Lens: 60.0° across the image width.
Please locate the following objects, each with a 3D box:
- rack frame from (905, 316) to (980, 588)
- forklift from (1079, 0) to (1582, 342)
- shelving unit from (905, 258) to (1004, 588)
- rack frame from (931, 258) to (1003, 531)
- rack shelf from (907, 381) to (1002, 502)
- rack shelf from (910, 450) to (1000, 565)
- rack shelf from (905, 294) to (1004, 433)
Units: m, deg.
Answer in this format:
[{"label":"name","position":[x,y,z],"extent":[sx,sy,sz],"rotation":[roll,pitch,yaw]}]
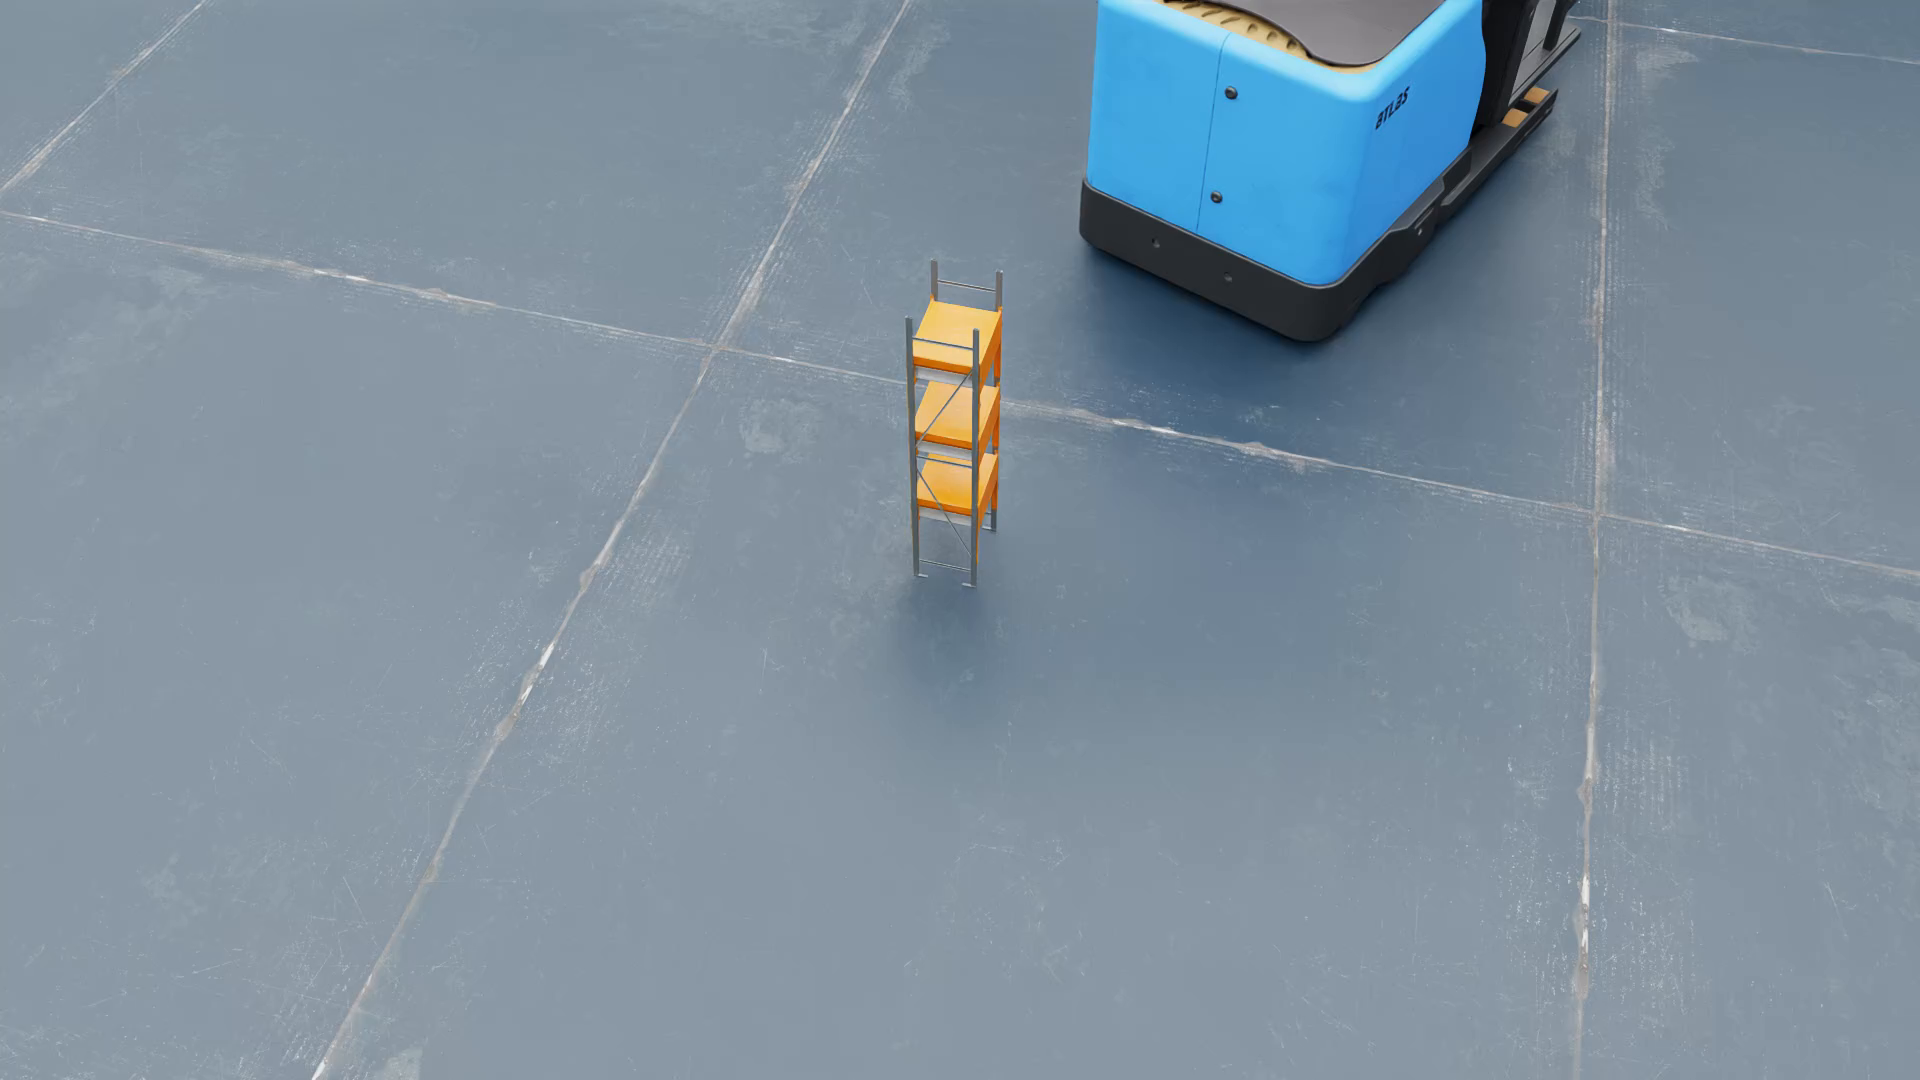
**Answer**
[{"label":"rack frame","position":[-0.046,-0.220,4.744],"extent":[0.200,1.050,0.008],"rotation":[12,50,10]},{"label":"forklift","position":[1.738,-2.716,5.692],"extent":[1.130,2.935,3.031],"rotation":[30,55,24]},{"label":"shelving unit","position":[-0.014,-0.309,4.822],"extent":[0.215,1.050,0.252],"rotation":[12,50,10]},{"label":"rack frame","position":[0.018,-0.397,4.900],"extent":[0.200,1.050,0.008],"rotation":[12,50,10]},{"label":"rack shelf","position":[-0.014,-0.302,4.830],"extent":[0.215,0.259,0.240],"rotation":[12,50,10]},{"label":"rack shelf","position":[-0.014,-0.118,5.039],"extent":[0.215,0.259,0.240],"rotation":[12,50,10]},{"label":"rack shelf","position":[-0.014,-0.489,4.617],"extent":[0.215,0.259,0.240],"rotation":[12,50,10]}]
